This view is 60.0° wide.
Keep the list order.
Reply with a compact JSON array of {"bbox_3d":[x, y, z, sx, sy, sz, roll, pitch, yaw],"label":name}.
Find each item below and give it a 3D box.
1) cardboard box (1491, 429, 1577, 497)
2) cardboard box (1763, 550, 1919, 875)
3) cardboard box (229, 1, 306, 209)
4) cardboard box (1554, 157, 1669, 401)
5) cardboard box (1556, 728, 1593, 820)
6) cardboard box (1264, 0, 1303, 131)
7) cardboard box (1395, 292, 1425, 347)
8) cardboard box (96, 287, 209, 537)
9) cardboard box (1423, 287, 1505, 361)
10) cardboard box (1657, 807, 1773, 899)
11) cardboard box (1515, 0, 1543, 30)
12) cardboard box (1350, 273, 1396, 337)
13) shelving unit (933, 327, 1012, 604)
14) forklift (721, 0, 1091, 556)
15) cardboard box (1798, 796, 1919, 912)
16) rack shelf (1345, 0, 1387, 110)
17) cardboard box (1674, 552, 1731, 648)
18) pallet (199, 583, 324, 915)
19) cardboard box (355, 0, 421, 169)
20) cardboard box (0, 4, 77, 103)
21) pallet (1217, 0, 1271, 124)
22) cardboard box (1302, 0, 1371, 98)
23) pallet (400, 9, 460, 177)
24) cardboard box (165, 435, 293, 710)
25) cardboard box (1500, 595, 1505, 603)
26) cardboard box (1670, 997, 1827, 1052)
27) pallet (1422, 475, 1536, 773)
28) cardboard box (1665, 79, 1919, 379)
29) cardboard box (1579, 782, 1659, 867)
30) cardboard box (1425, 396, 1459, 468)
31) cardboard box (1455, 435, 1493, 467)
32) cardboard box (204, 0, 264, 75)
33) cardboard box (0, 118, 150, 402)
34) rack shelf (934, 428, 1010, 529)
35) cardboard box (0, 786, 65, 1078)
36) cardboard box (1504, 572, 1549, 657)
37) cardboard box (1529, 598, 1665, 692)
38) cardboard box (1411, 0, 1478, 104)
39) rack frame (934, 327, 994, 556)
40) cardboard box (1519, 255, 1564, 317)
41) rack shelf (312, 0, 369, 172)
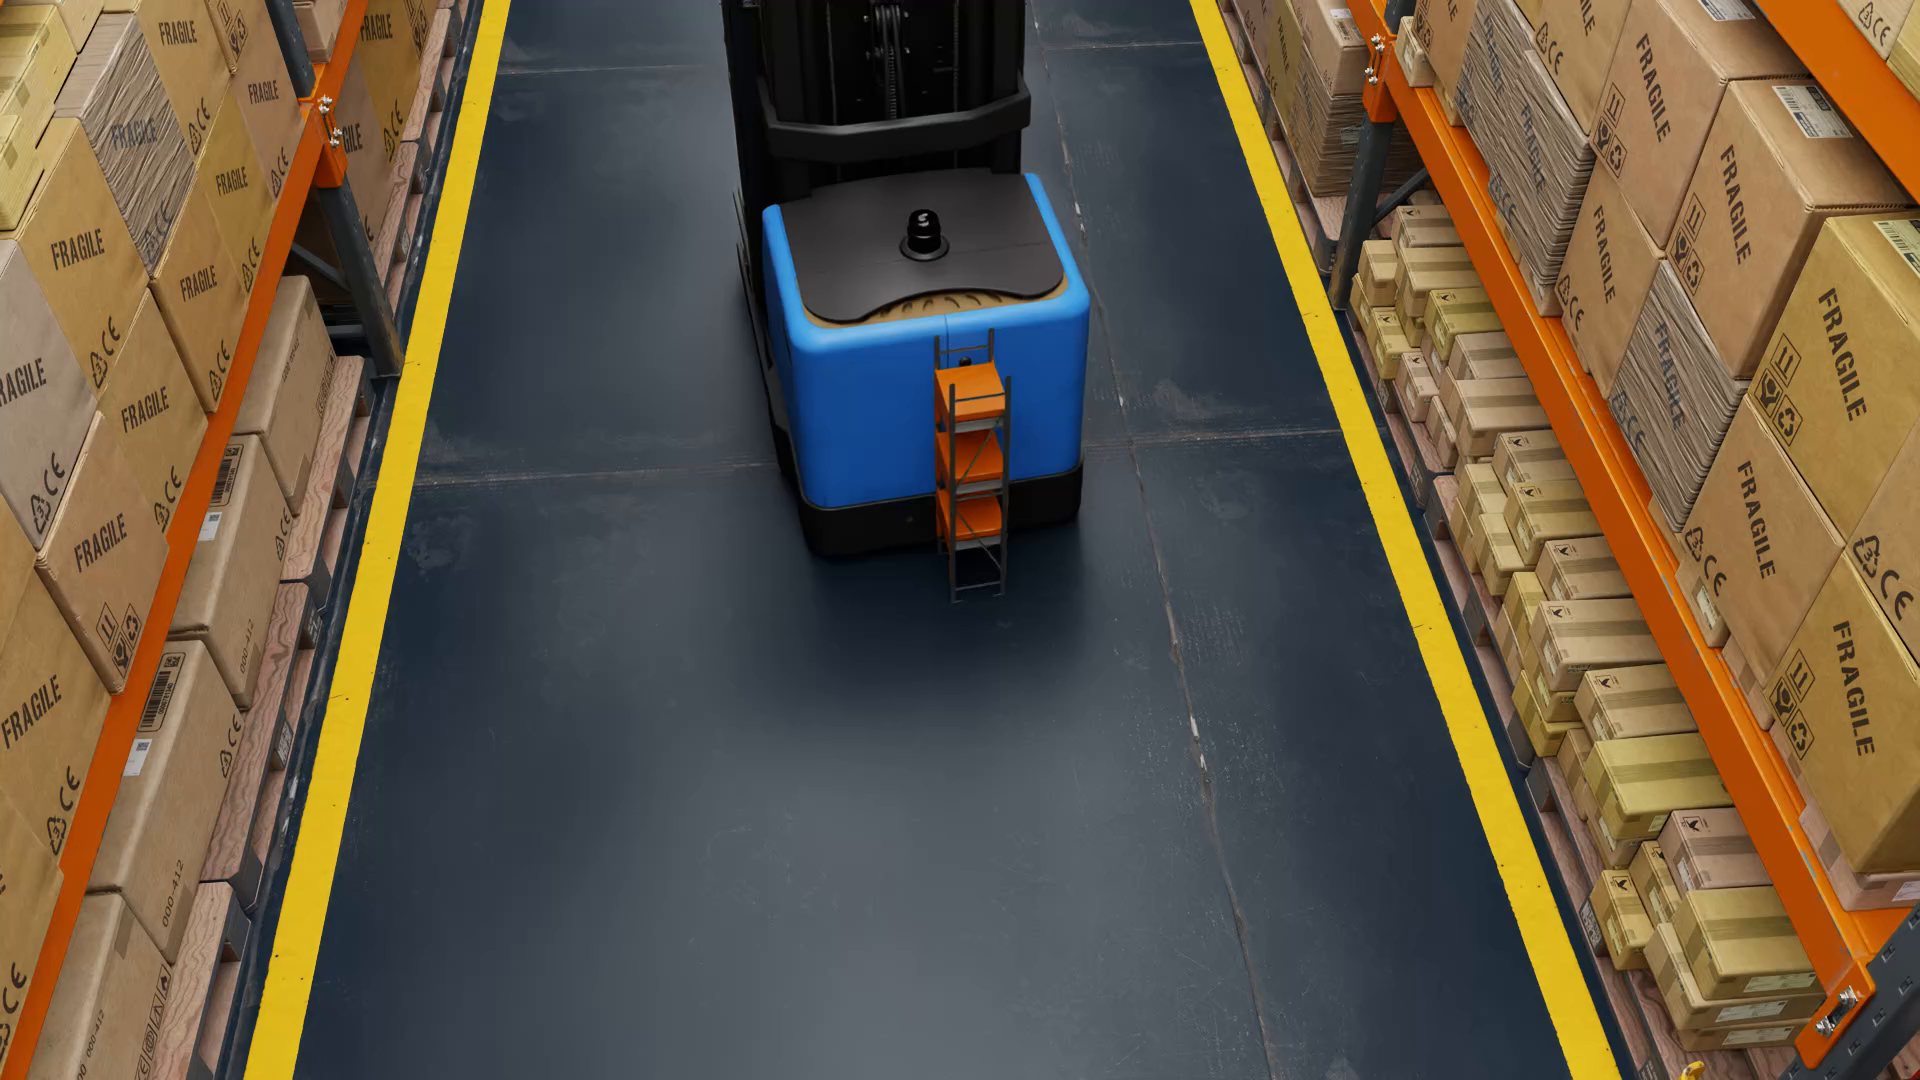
[{"bbox_3d":[2.053,-0.244,5.680,0.380,0.149,0.250,-5,47,-5],"label":"cardboard box"},{"bbox_3d":[2.148,0.359,3.570,0.500,0.500,0.500,-3,47,-2],"label":"cardboard box"},{"bbox_3d":[-2.524,-1.429,5.469,0.500,0.500,0.500,-3,47,-3],"label":"cardboard box"},{"bbox_3d":[2.026,-0.741,4.612,0.500,0.500,0.500,-1,47,-1],"label":"cardboard box"},{"bbox_3d":[2.098,0.719,5.177,0.380,0.149,0.250,-3,47,-3],"label":"cardboard box"},{"bbox_3d":[1.752,-2.265,7.761,0.500,0.500,0.500,-4,47,-4],"label":"cardboard box"},{"bbox_3d":[1.929,-0.896,6.502,0.380,0.149,0.250,-3,47,-3],"label":"cardboard box"},{"bbox_3d":[-2.390,-0.315,4.413,0.500,0.500,0.500,-2,47,-2],"label":"cardboard box"},{"bbox_3d":[1.964,-0.813,6.218,0.380,0.149,0.250,-4,47,-4],"label":"cardboard box"},{"bbox_3d":[2.181,0.884,4.612,0.380,0.149,0.250,-3,47,-3],"label":"cardboard box"},{"bbox_3d":[1.961,-1.854,4.977,0.500,0.500,0.500,-5,47,-4],"label":"cardboard box"},{"bbox_3d":[1.818,-0.970,6.777,0.380,0.149,0.250,-5,47,-5],"label":"cardboard box"},{"bbox_3d":[0.039,-0.233,5.748,0.215,1.050,0.252,-9,47,-8],"label":"shelving unit"},{"bbox_3d":[-0.357,-2.040,6.163,1.130,2.935,3.031,-9,47,-8],"label":"forklift"},{"bbox_3d":[2.133,0.673,3.720,0.380,0.149,0.250,-3,47,-3],"label":"cardboard box"},{"bbox_3d":[1.940,-3.288,7.794,1.077,0.370,4.000,-3,47,-3],"label":"rack shelf"},{"bbox_3d":[2.069,0.127,4.237,0.380,0.149,0.250,-2,47,-2],"label":"cardboard box"},{"bbox_3d":[-2.726,0.684,5.457,1.003,0.211,1.213,-3,47,-3],"label":"pallet"},{"bbox_3d":[-3.032,-2.225,7.466,0.875,0.875,0.875,-2,47,-2],"label":"cardboard box"},{"bbox_3d":[-2.430,-1.184,4.101,0.380,0.149,0.250,-4,47,-4],"label":"cardboard box"},{"bbox_3d":[1.935,-2.578,8.546,1.003,0.211,1.213,-3,47,-3],"label":"pallet"},{"bbox_3d":[1.793,-2.155,7.141,0.500,0.250,0.500,-5,47,-4],"label":"cardboard box"},{"bbox_3d":[-3.062,-2.194,8.183,1.003,0.211,1.213,-3,47,-3],"label":"pallet"},{"bbox_3d":[-2.796,0.130,5.536,0.875,0.438,0.875,-5,47,-4],"label":"cardboard box"},{"bbox_3d":[2.065,0.152,5.715,0.380,0.149,0.250,-2,47,-2],"label":"cardboard box"},{"bbox_3d":[2.190,1.273,4.653,0.380,0.149,0.250,-3,47,-3],"label":"cardboard box"},{"bbox_3d":[2.304,0.239,5.879,1.003,0.211,1.213,-3,47,-3],"label":"pallet"},{"bbox_3d":[2.061,-0.733,3.916,0.500,0.500,0.500,-1,47,-1],"label":"cardboard box"},{"bbox_3d":[2.068,0.799,4.897,0.380,0.149,0.250,-5,47,-5],"label":"cardboard box"},{"bbox_3d":[1.983,-0.420,6.256,0.380,0.149,0.250,-4,47,-4],"label":"cardboard box"},{"bbox_3d":[2.005,-0.326,5.962,0.380,0.149,0.250,-2,47,-1],"label":"cardboard box"},{"bbox_3d":[-2.502,-1.768,5.101,0.500,0.500,0.500,-4,47,-4],"label":"cardboard box"},{"bbox_3d":[-2.382,-0.670,4.061,0.500,0.500,0.500,-3,47,-3],"label":"cardboard box"},{"bbox_3d":[0.039,-0.226,5.756,0.215,0.259,0.240,-9,47,-8],"label":"rack shelf"},{"bbox_3d":[-2.236,0.780,3.376,0.500,0.500,0.500,-4,47,-4],"label":"cardboard box"},{"bbox_3d":[2.009,0.238,5.428,0.380,0.149,0.250,-1,47,-1],"label":"cardboard box"},{"bbox_3d":[1.997,0.322,5.144,0.380,0.149,0.250,-2,47,-2],"label":"cardboard box"},{"bbox_3d":[1.898,-1.852,5.664,0.500,0.500,0.500,-4,47,-4],"label":"cardboard box"},{"bbox_3d":[0.014,-0.320,5.830,0.200,1.050,0.008,-9,47,-8],"label":"rack frame"},{"bbox_3d":[1.963,-0.828,5.141,0.380,0.149,0.250,-2,47,-2],"label":"cardboard box"},{"bbox_3d":[-2.984,-2.914,7.440,1.077,0.370,4.000,-3,47,-3],"label":"rack shelf"}]
